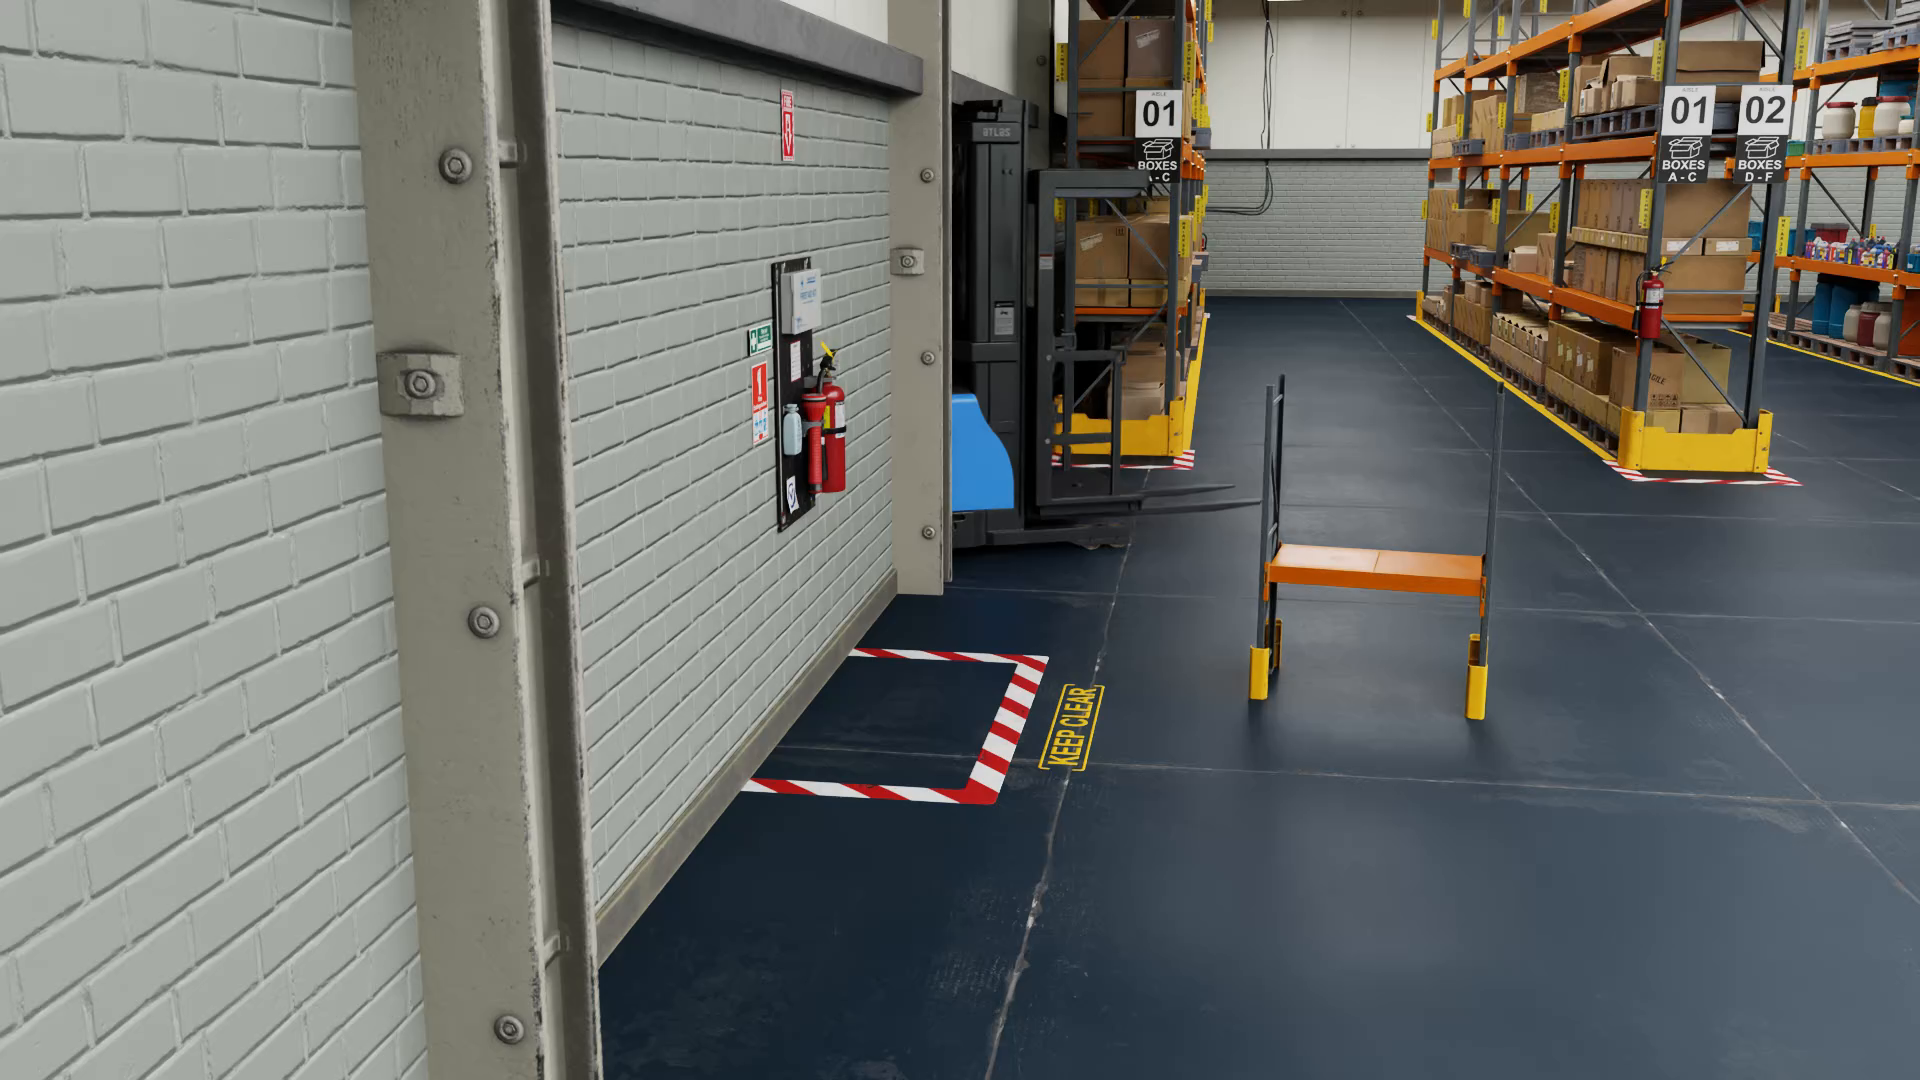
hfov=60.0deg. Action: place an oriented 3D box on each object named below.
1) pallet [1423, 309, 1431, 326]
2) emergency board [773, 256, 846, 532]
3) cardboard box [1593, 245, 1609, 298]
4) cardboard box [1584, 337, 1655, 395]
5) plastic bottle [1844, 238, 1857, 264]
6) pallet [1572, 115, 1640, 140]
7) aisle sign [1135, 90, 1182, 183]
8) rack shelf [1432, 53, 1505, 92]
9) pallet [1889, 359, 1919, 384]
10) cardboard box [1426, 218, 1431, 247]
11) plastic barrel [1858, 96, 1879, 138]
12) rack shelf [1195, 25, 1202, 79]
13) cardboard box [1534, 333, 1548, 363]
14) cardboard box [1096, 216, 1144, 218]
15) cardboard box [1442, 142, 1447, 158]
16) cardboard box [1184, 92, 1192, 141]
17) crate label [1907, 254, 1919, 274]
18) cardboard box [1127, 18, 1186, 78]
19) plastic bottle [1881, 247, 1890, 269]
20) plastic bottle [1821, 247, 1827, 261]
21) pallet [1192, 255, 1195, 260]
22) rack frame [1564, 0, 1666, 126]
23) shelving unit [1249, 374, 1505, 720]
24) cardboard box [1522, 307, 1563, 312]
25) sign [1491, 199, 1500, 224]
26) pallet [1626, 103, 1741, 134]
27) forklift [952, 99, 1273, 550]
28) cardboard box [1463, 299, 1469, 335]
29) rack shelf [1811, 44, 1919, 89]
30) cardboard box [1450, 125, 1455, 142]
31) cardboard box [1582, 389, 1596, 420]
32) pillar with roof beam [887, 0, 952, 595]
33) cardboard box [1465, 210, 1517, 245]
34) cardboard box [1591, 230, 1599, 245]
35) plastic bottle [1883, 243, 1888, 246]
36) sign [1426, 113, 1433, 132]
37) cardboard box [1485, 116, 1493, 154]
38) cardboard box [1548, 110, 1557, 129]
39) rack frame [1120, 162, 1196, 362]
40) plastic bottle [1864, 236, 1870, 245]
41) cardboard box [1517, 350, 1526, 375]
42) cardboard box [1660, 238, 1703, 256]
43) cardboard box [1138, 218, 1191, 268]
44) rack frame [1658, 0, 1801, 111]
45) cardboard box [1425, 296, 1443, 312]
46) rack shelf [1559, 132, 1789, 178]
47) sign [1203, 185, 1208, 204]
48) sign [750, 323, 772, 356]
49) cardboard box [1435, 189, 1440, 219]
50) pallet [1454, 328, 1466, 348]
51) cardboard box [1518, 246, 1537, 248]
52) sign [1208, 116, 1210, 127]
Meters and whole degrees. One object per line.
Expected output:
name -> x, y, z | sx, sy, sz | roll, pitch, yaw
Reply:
pallet -> 8.661, -3.883, 29.012 | 1.003, 0.211, 1.213 | 2, 12, 9
emergency board -> -0.649, -0.669, 7.477 | 0.194, 1.169, 0.643 | 2, 12, 9
cardboard box -> 6.731, -2.672, 16.536 | 0.700, 0.500, 0.500 | 2, 12, 9
cardboard box -> 6.262, -1.655, 15.804 | 0.500, 0.500, 0.500 | 2, 12, 9
plastic bottle -> 12.389, -4.012, 23.105 | 0.144, 0.351, 0.185 | 2, 12, 9
pallet -> 6.844, -4.175, 16.836 | 1.003, 0.211, 1.213 | 2, 12, 9
aisle sign -> 1.724, -3.504, 14.460 | 0.394, 0.787, 0.004 | 2, 12, 9
rack shelf -> 8.487, -7.591, 27.074 | 1.077, 0.370, 4.000 | 2, 12, 9
pallet -> 12.301, -2.079, 20.637 | 1.003, 0.211, 1.213 | 2, 12, 9
cardboard box -> 8.466, -5.393, 29.162 | 0.500, 0.500, 0.500 | 2, 12, 10
plastic barrel -> 13.134, -6.001, 23.658 | 0.600, 0.588, 0.600 | 0, 12, 0
rack shelf -> 2.361, -5.892, 20.130 | 1.077, 0.370, 4.000 | 2, 12, 9
cardboard box -> 6.728, -2.159, 18.591 | 0.500, 0.311, 0.500 | 2, 12, 9
cardboard box -> 1.692, -3.194, 17.725 | 0.500, 0.500, 0.500 | 2, 12, 8
cardboard box -> 8.229, -6.411, 27.355 | 0.500, 0.250, 0.500 | 2, 12, 9
cardboard box -> 1.931, -4.063, 15.820 | 0.500, 0.500, 0.500 | 2, 12, 11
crate label -> 12.023, -3.444, 20.753 | 0.303, 0.233, 0.416 | 2, 12, 9
cardboard box -> 1.738, -4.344, 14.750 | 0.500, 0.500, 0.500 | 1, 12, 5
plastic bottle -> 12.134, -3.691, 21.776 | 0.061, 0.283, 0.133 | 2, 12, 9
plastic bottle -> 12.510, -4.134, 24.025 | 0.097, 0.201, 0.097 | 0, 12, 0
pallet -> 2.405, -3.416, 20.677 | 1.003, 0.211, 1.213 | 2, 12, 9
rack frame -> 6.949, -5.863, 17.339 | 1.000, 3.000, 0.127 | 2, 12, 9
shelving unit -> 1.984, 0.002, 7.925 | 1.083, 1.500, 0.587 | 4, 13, 17
cardboard box -> 7.992, -2.951, 22.955 | 0.500, 0.500, 0.500 | 1, 12, 7
sign -> 7.027, -4.306, 21.793 | 0.100, 0.325, 0.005 | 2, 12, 9
pallet -> 6.468, -3.667, 14.479 | 1.003, 0.211, 1.213 | 2, 12, 9
forklift -> 0.654, -1.470, 11.356 | 3.031, 2.935, 1.130 | -3, 13, -15
cardboard box -> 7.709, -3.281, 24.486 | 0.500, 0.500, 0.500 | 2, 12, 9
rack shelf -> 12.766, -6.404, 22.504 | 1.077, 0.370, 4.000 | 2, 12, 9
cardboard box -> 8.066, -6.447, 26.338 | 0.500, 0.250, 0.500 | 2, 12, 9
cardboard box -> 6.265, -1.289, 15.883 | 0.500, 0.250, 0.500 | 2, 12, 9
pillar with roof beam -> 4.023, -3.975, 8.580 | 9.100, 9.000, 0.400 | 2, 12, 9
cardboard box -> 7.843, -4.613, 24.546 | 0.700, 0.500, 0.500 | 4, 13, 18
cardboard box -> 6.560, -3.034, 16.674 | 0.380, 0.149, 0.250 | 1, 12, 7
plastic bottle -> 13.198, -4.100, 23.694 | 0.152, 0.276, 0.135 | 2, 12, 9
sign -> 8.258, -7.340, 29.235 | 0.100, 0.325, 0.005 | 2, 12, 9
cardboard box -> 7.757, -5.585, 22.929 | 0.910, 0.500, 0.500 | 2, 12, 9
cardboard box -> 7.388, -5.037, 19.983 | 0.500, 0.250, 0.500 | 2, 12, 8
rack frame -> 2.669, -3.923, 22.576 | 1.000, 3.000, 0.127 | 2, 12, 9
plastic bottle -> 13.113, -4.213, 24.040 | 0.144, 0.351, 0.185 | 2, 12, 9
cardboard box -> 6.884, -2.099, 19.643 | 0.500, 0.250, 0.500 | 2, 12, 10
cardboard box -> 6.204, -2.549, 14.426 | 0.380, 0.149, 0.250 | 2, 12, 8
cardboard box -> 2.048, -2.968, 16.673 | 0.500, 0.500, 0.500 | 2, 12, 10
rack frame -> 6.334, -5.030, 13.475 | 1.000, 3.000, 0.127 | 2, 12, 9
cardboard box -> 8.354, -4.091, 28.840 | 0.500, 0.250, 0.500 | 2, 12, 9
rack shelf -> 6.642, -3.629, 15.799 | 1.077, 0.370, 4.000 | 2, 12, 9
sign -> 4.433, -6.249, 30.061 | 0.100, 0.325, 0.005 | 2, 12, 9
sign -> -0.826, -0.834, 6.902 | 0.001, 0.109, 0.331 | 2, 12, 9
cardboard box -> 8.311, -5.669, 28.068 | 0.500, 0.500, 0.500 | 2, 12, 9
pallet -> 8.092, -3.062, 25.201 | 1.003, 0.211, 1.213 | 2, 12, 9
cardboard box -> 7.465, -3.645, 21.499 | 0.500, 0.311, 0.500 | 3, 12, 12
sign -> 4.433, -7.428, 29.807 | 0.100, 0.325, 0.005 | 2, 12, 9
